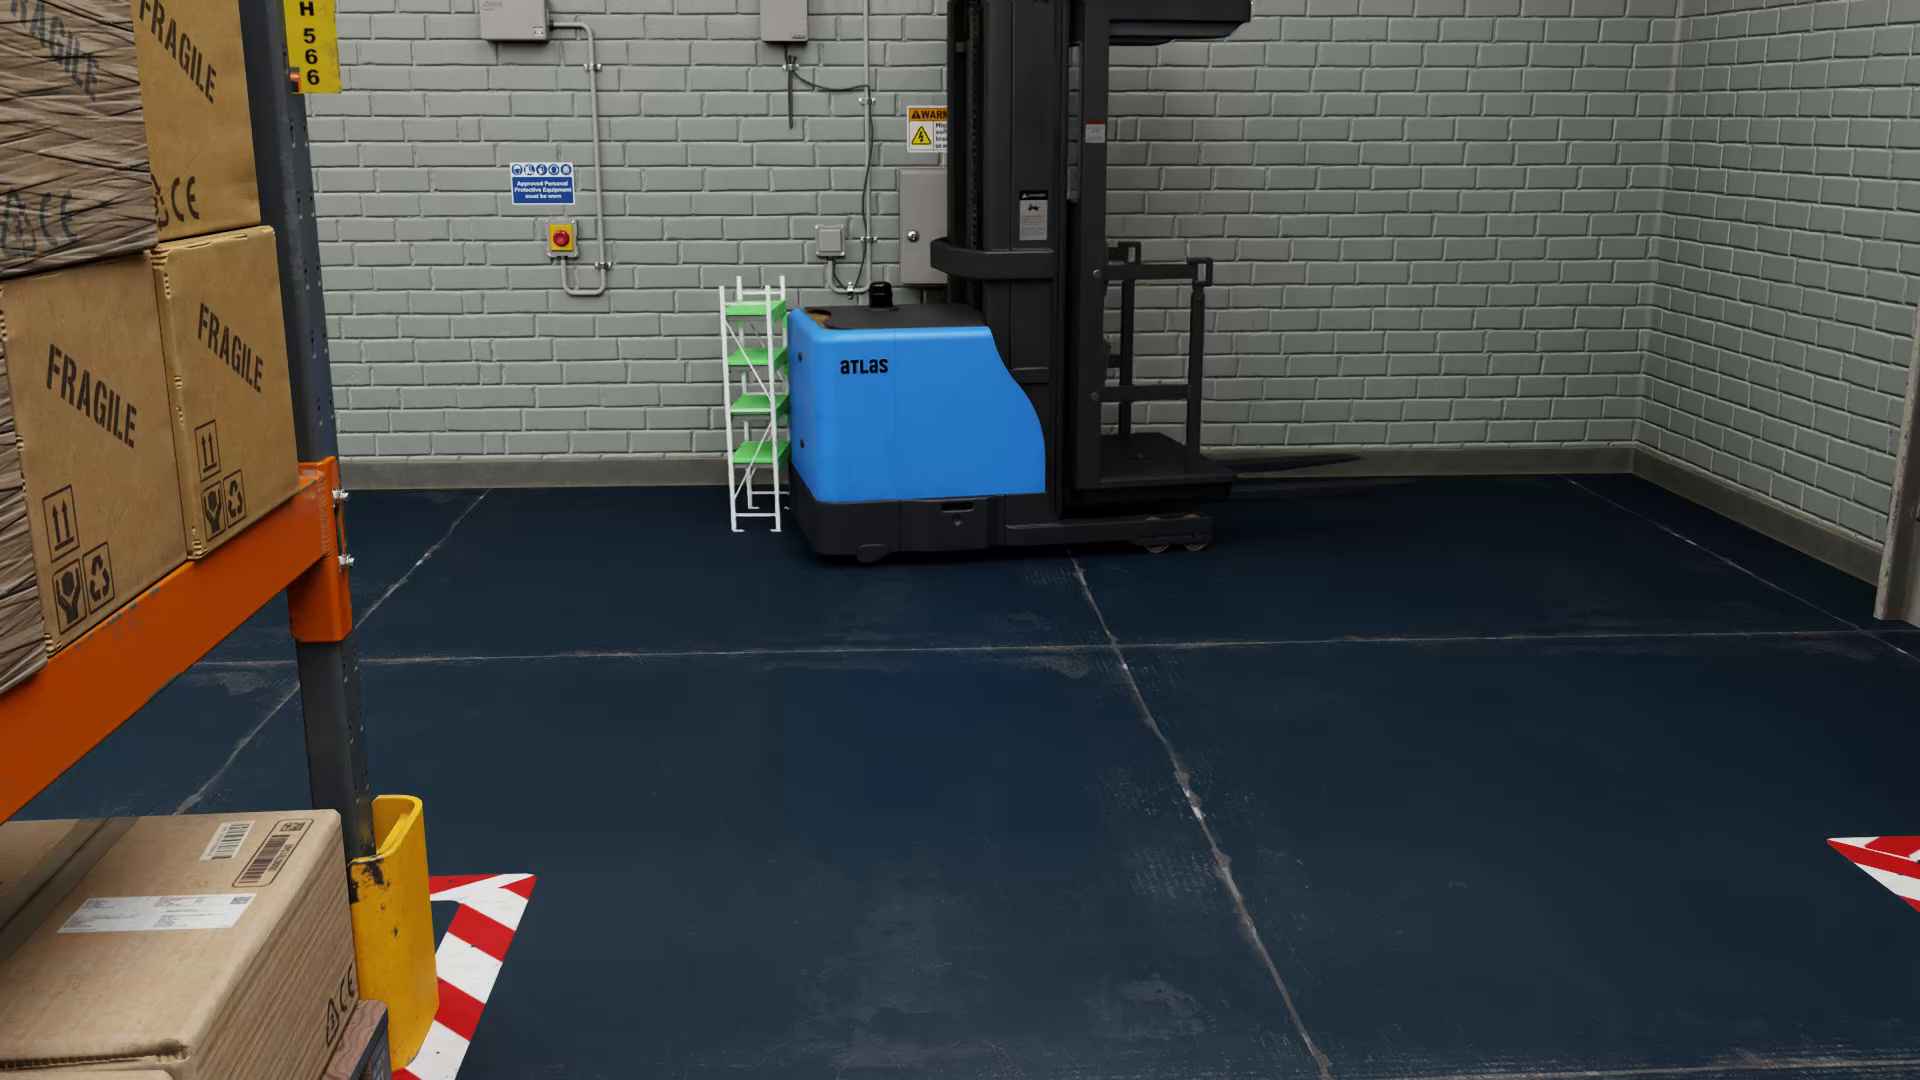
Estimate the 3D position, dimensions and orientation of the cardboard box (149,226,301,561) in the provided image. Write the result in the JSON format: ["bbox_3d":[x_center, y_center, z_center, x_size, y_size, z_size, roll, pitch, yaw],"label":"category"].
[{"bbox_3d":[-1.484,-0.266,2.839,0.500,0.500,0.500,-1,14,-3],"label":"cardboard box"}]

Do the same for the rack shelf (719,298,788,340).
[{"bbox_3d":[-1.009,-1.088,8.169,0.258,0.148,0.480,0,14,2],"label":"rack shelf"}]

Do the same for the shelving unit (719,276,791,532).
[{"bbox_3d":[-1.002,-0.685,8.273,0.258,1.200,0.503,0,14,2],"label":"shelving unit"}]

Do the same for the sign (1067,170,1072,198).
[{"bbox_3d":[0.435,-1.745,8.978,0.329,0.494,0.001,-1,14,-3],"label":"sign"}]

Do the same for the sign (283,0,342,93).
[{"bbox_3d":[-1.236,-1.014,3.147,0.100,0.325,0.005,-1,14,-3],"label":"sign"}]

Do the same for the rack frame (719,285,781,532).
[{"bbox_3d":[-1.011,-0.624,8.036,0.240,1.200,0.015,0,14,2],"label":"rack frame"}]

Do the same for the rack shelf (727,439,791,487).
[{"bbox_3d":[-0.997,-0.391,8.348,0.258,0.148,0.480,0,14,2],"label":"rack shelf"}]

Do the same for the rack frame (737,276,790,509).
[{"bbox_3d":[-0.992,-0.746,8.509,0.240,1.200,0.015,0,14,2],"label":"rack frame"}]

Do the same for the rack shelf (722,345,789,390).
[{"bbox_3d":[-1.005,-0.856,8.229,0.258,0.148,0.480,0,14,2],"label":"rack shelf"}]

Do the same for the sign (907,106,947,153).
[{"bbox_3d":[-0.113,-2.182,8.830,0.339,0.242,0.001,-1,14,-3],"label":"sign"}]

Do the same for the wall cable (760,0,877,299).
[{"bbox_3d":[-0.736,-2.252,8.721,0.588,1.984,0.122,-1,14,-3],"label":"wall cable"}]

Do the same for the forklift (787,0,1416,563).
[{"bbox_3d":[0.717,-1.487,7.923,3.031,2.935,1.130,-3,15,-13],"label":"forklift"}]

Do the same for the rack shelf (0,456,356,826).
[{"bbox_3d":[-1.654,0.513,1.458,1.077,0.370,4.000,-1,14,-3],"label":"rack shelf"}]

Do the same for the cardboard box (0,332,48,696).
[{"bbox_3d":[-1.427,-0.013,1.856,0.500,0.500,0.500,0,14,-2],"label":"cardboard box"}]

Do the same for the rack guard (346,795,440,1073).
[{"bbox_3d":[-1.780,0.871,3.637,1.175,0.500,0.348,-1,14,-3],"label":"rack guard"}]

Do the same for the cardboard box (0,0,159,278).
[{"bbox_3d":[-1.449,-0.620,2.210,0.500,0.500,0.500,-1,14,-3],"label":"cardboard box"}]

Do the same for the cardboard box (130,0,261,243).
[{"bbox_3d":[-1.511,-0.750,2.713,0.500,0.500,0.500,0,14,-2],"label":"cardboard box"}]

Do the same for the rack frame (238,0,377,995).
[{"bbox_3d":[-1.778,-0.333,3.302,1.000,3.000,0.127,-1,14,-3],"label":"rack frame"}]

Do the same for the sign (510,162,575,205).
[{"bbox_3d":[-2.203,-1.881,8.773,0.327,0.218,0.001,-1,14,-3],"label":"sign"}]

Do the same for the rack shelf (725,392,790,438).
[{"bbox_3d":[-1.001,-0.623,8.288,0.258,0.148,0.480,0,14,2],"label":"rack shelf"}]

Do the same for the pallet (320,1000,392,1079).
[{"bbox_3d":[-1.651,1.215,2.881,1.003,0.211,1.213,-1,14,-3],"label":"pallet"}]

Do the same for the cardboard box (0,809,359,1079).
[{"bbox_3d":[-1.638,0.867,2.937,0.875,0.438,0.875,-1,14,-5],"label":"cardboard box"}]

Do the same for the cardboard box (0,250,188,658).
[{"bbox_3d":[-1.468,-0.141,2.353,0.500,0.500,0.500,-1,14,-5],"label":"cardboard box"}]

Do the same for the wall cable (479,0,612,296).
[{"bbox_3d":[-2.151,-2.242,8.620,0.585,1.953,0.123,-1,14,-3],"label":"wall cable"}]

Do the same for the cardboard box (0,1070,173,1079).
[{"bbox_3d":[-1.573,1.094,2.053,0.875,0.438,0.875,0,14,-2],"label":"cardboard box"}]

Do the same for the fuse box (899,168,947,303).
[{"bbox_3d":[-0.045,-1.107,8.896,0.539,1.711,0.414,-1,14,-3],"label":"fuse box"}]
